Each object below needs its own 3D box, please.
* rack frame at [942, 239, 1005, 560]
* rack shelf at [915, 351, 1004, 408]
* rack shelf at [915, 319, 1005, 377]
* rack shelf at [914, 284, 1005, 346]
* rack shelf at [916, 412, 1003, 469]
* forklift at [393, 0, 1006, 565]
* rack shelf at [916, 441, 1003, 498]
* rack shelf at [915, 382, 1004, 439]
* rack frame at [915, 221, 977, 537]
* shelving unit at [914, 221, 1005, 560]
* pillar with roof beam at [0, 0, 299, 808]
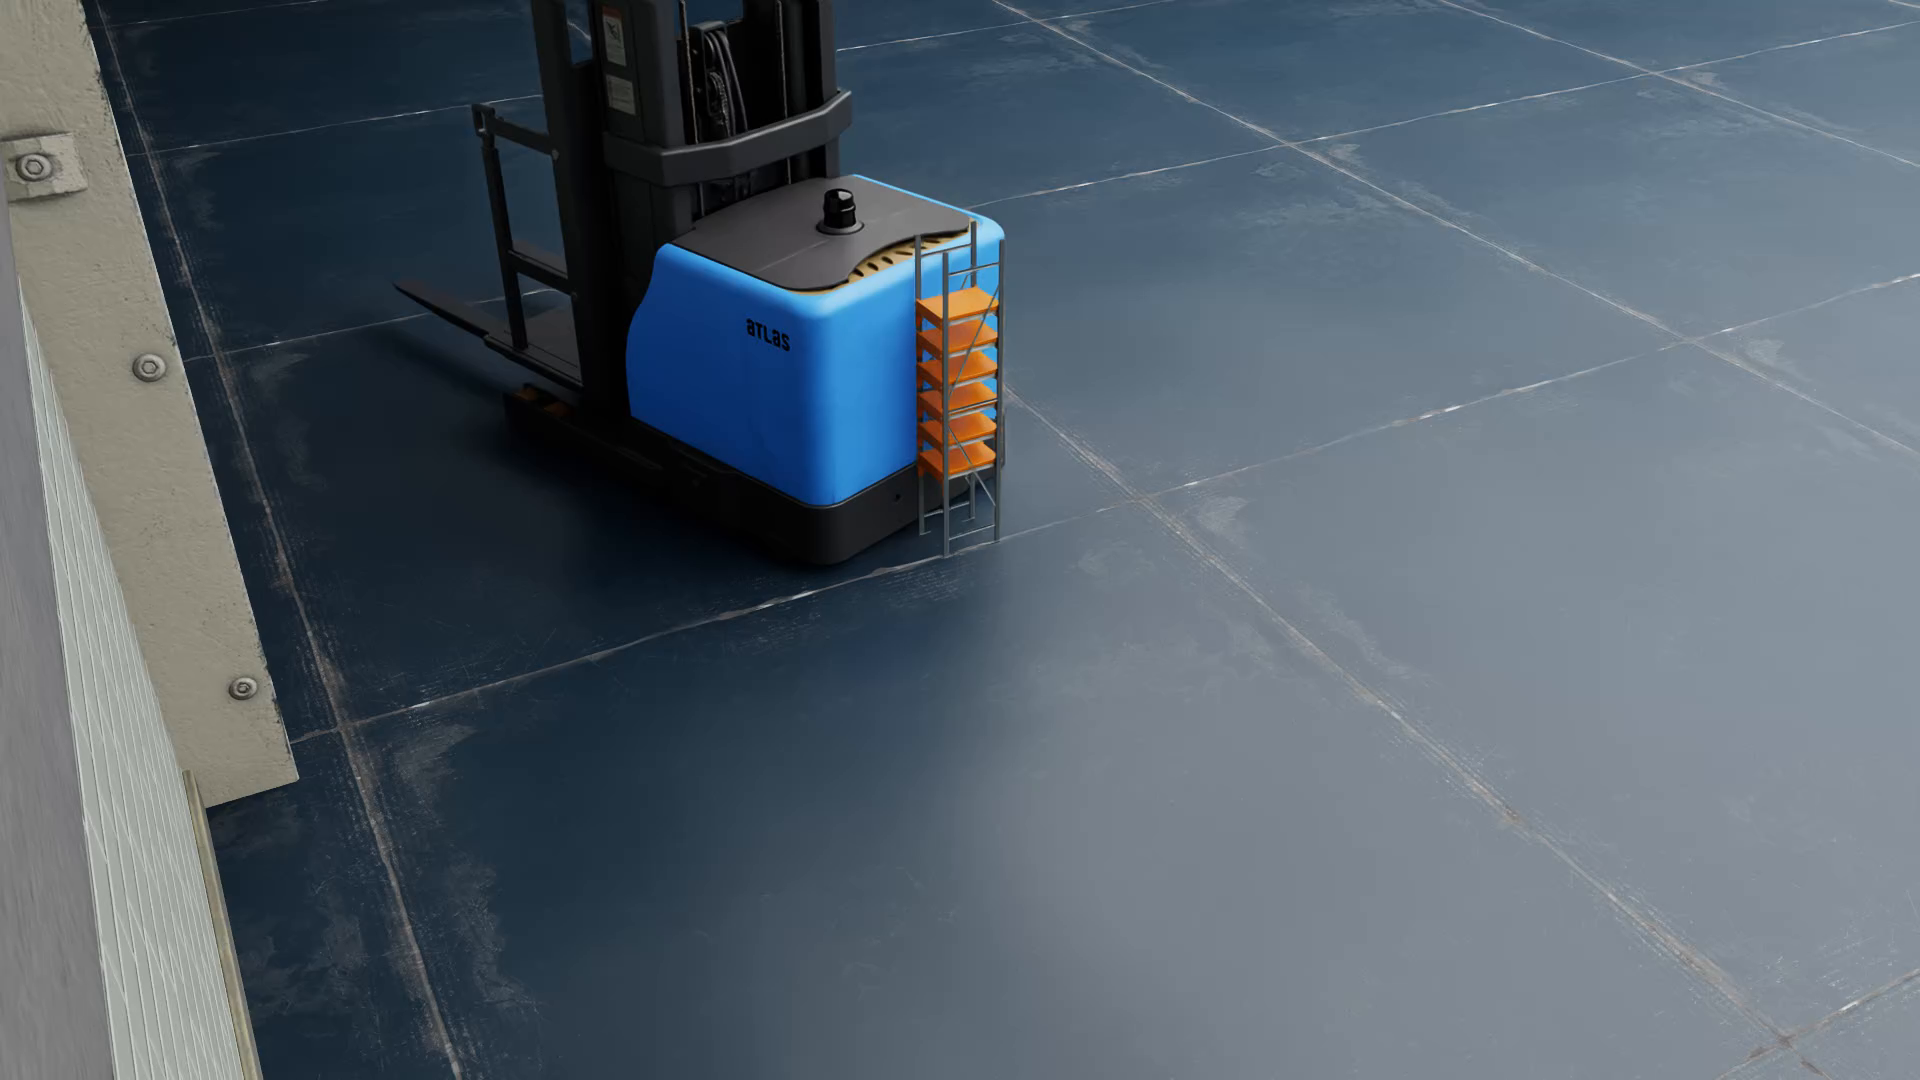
[{"bbox_3d":[0.045,-0.467,5.821,0.240,1.200,0.006,-18,37,-25],"label":"rack frame"},{"bbox_3d":[-0.002,-0.573,5.847,0.258,0.103,0.180,-18,37,-25],"label":"rack shelf"},{"bbox_3d":[-0.001,-0.675,5.782,0.258,0.103,0.180,-18,37,-25],"label":"rack shelf"},{"bbox_3d":[-0.001,-0.776,5.718,0.258,0.103,0.180,-18,37,-25],"label":"rack shelf"},{"bbox_3d":[-0.002,-0.371,5.976,0.258,0.103,0.180,-18,37,-25],"label":"rack shelf"},{"bbox_3d":[-1.256,-1.816,6.323,3.031,2.935,1.130,26,41,34],"label":"forklift"},{"bbox_3d":[-0.003,-0.270,6.041,0.258,0.103,0.180,-18,37,-25],"label":"rack shelf"},{"bbox_3d":[-0.002,-0.472,5.912,0.258,0.103,0.180,-18,37,-25],"label":"rack shelf"},{"bbox_3d":[-0.048,-0.552,5.954,0.240,1.200,0.006,-18,37,-25],"label":"rack frame"},{"bbox_3d":[-0.002,-0.510,5.888,0.258,1.200,0.189,-18,37,-25],"label":"shelving unit"},{"bbox_3d":[1.568,-4.197,4.414,9.100,9.000,0.400,-16,36,-23],"label":"pillar with roof beam"}]
